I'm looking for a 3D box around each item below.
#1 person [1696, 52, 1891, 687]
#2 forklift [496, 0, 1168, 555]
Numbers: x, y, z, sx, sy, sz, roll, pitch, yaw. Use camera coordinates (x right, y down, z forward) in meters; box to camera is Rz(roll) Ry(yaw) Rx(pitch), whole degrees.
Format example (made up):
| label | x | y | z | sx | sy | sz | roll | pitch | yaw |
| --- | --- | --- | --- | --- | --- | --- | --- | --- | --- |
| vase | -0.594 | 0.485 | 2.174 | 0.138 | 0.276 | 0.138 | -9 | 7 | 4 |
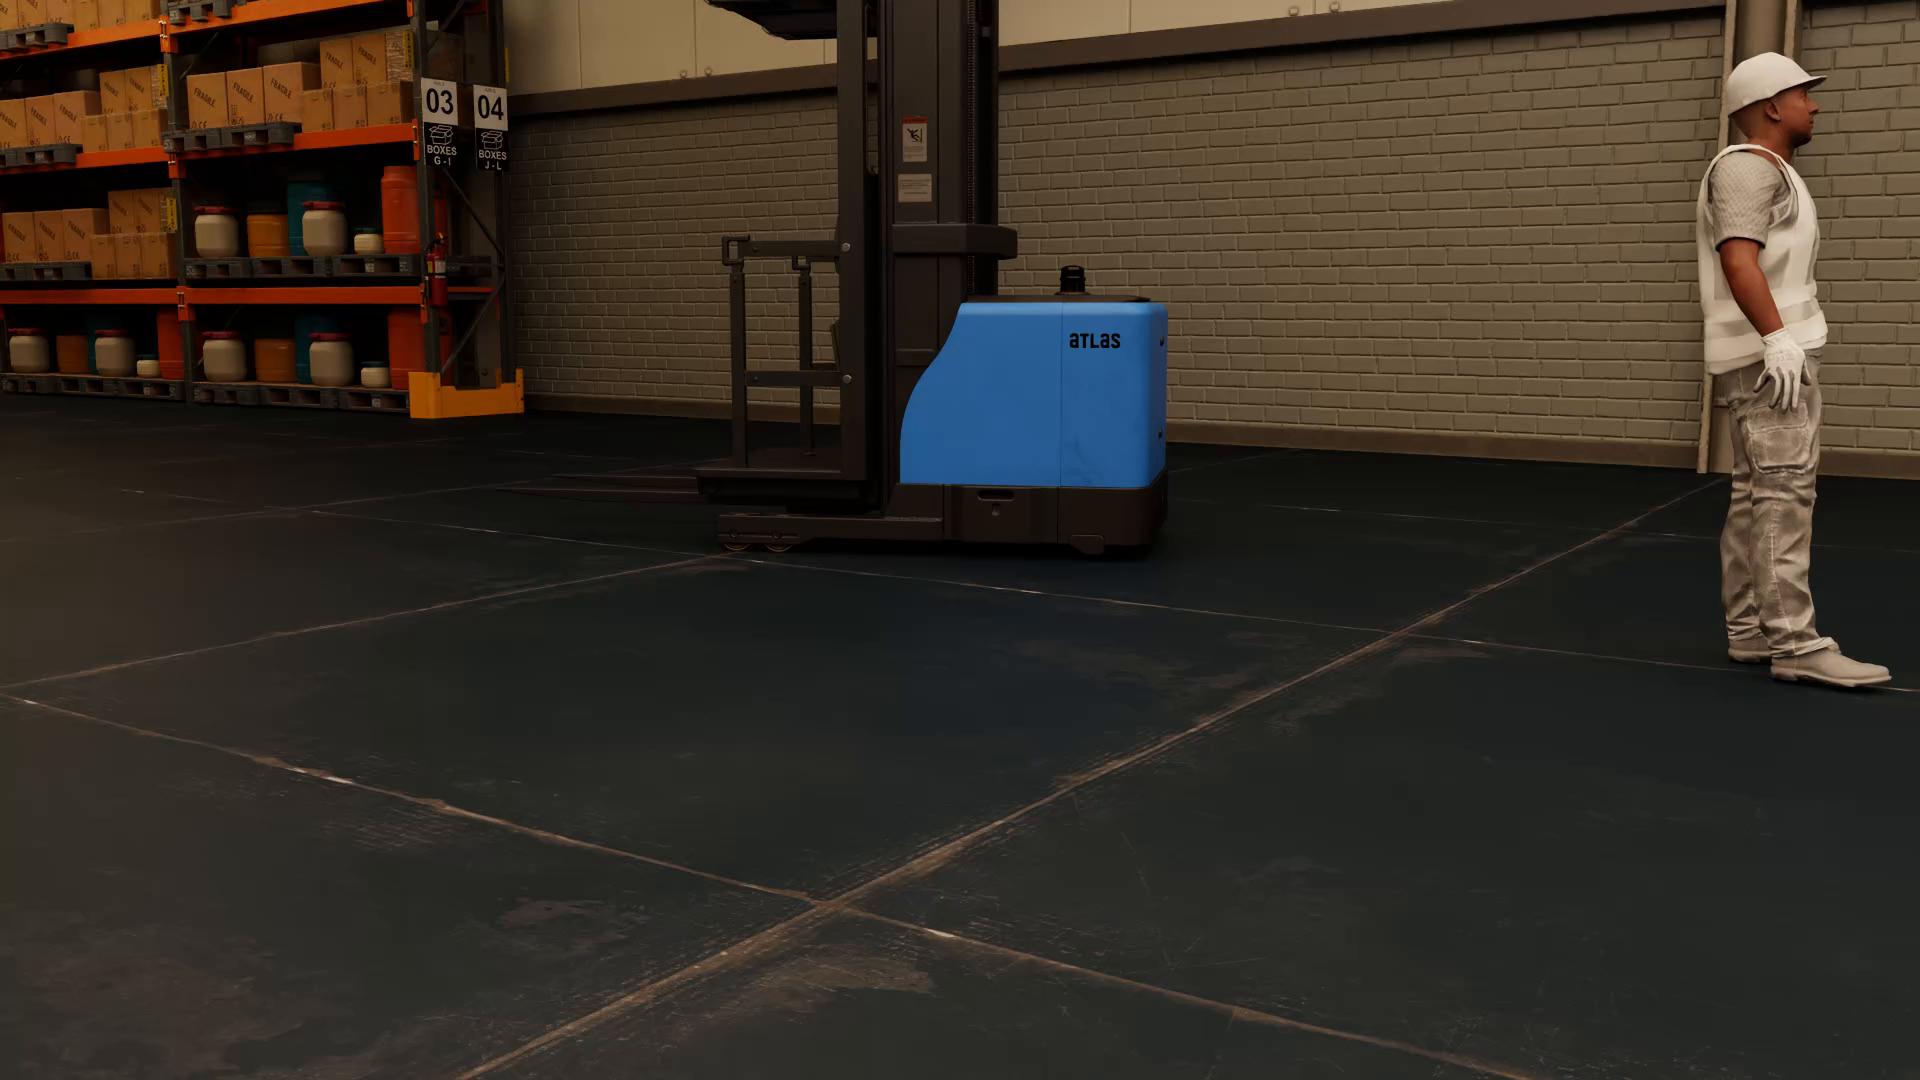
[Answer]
| label | x | y | z | sx | sy | sz | roll | pitch | yaw |
| --- | --- | --- | --- | --- | --- | --- | --- | --- | --- |
| person | 2.436 | -0.516 | 4.845 | 0.577 | 1.782 | 0.657 | 4 | 9 | 26 |
| forklift | -0.596 | -1.469 | 7.520 | 3.031 | 2.935 | 1.130 | 2 | 8 | 12 |
